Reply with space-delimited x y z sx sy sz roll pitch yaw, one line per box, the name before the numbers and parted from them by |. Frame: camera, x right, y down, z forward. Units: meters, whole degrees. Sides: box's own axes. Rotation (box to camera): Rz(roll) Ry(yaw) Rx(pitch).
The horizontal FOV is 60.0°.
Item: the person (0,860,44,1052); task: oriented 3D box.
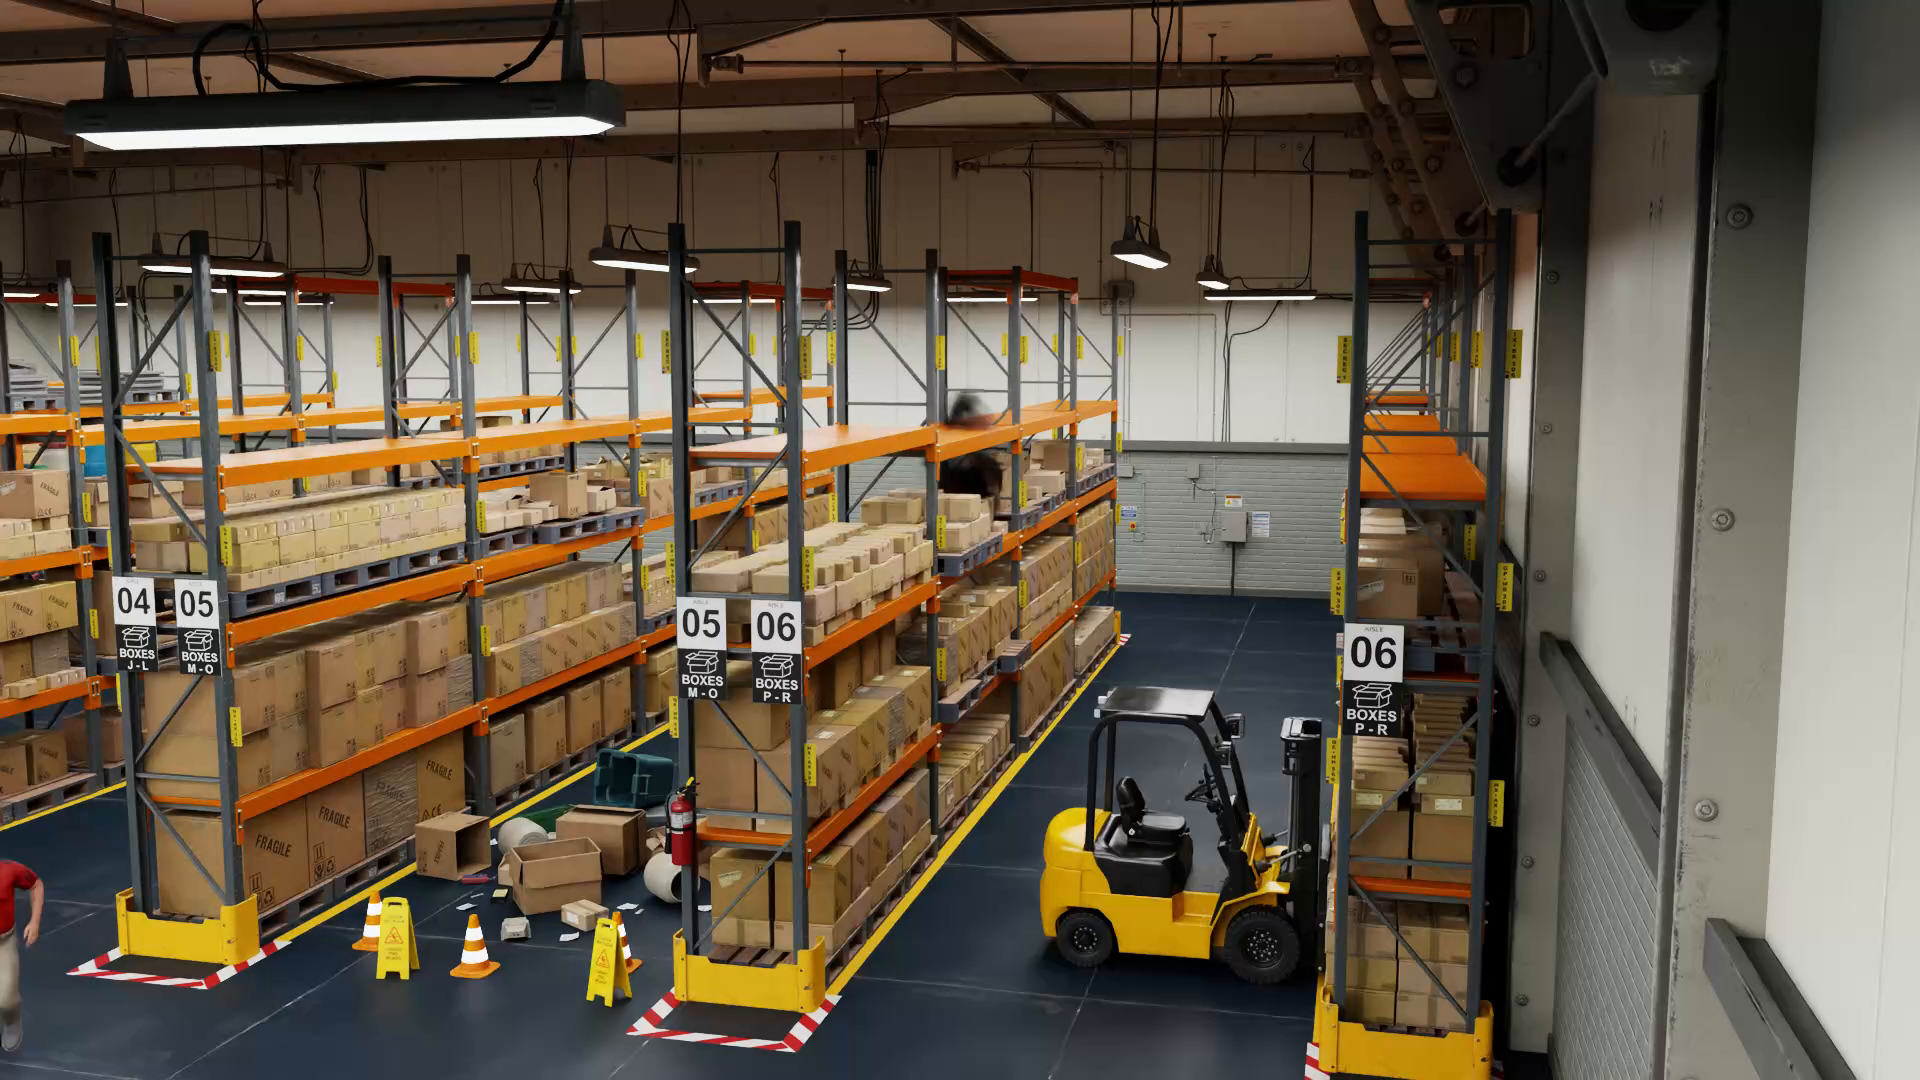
person | -6.875 2.902 11.778 0.699 1.692 0.608 -3 8 -26
